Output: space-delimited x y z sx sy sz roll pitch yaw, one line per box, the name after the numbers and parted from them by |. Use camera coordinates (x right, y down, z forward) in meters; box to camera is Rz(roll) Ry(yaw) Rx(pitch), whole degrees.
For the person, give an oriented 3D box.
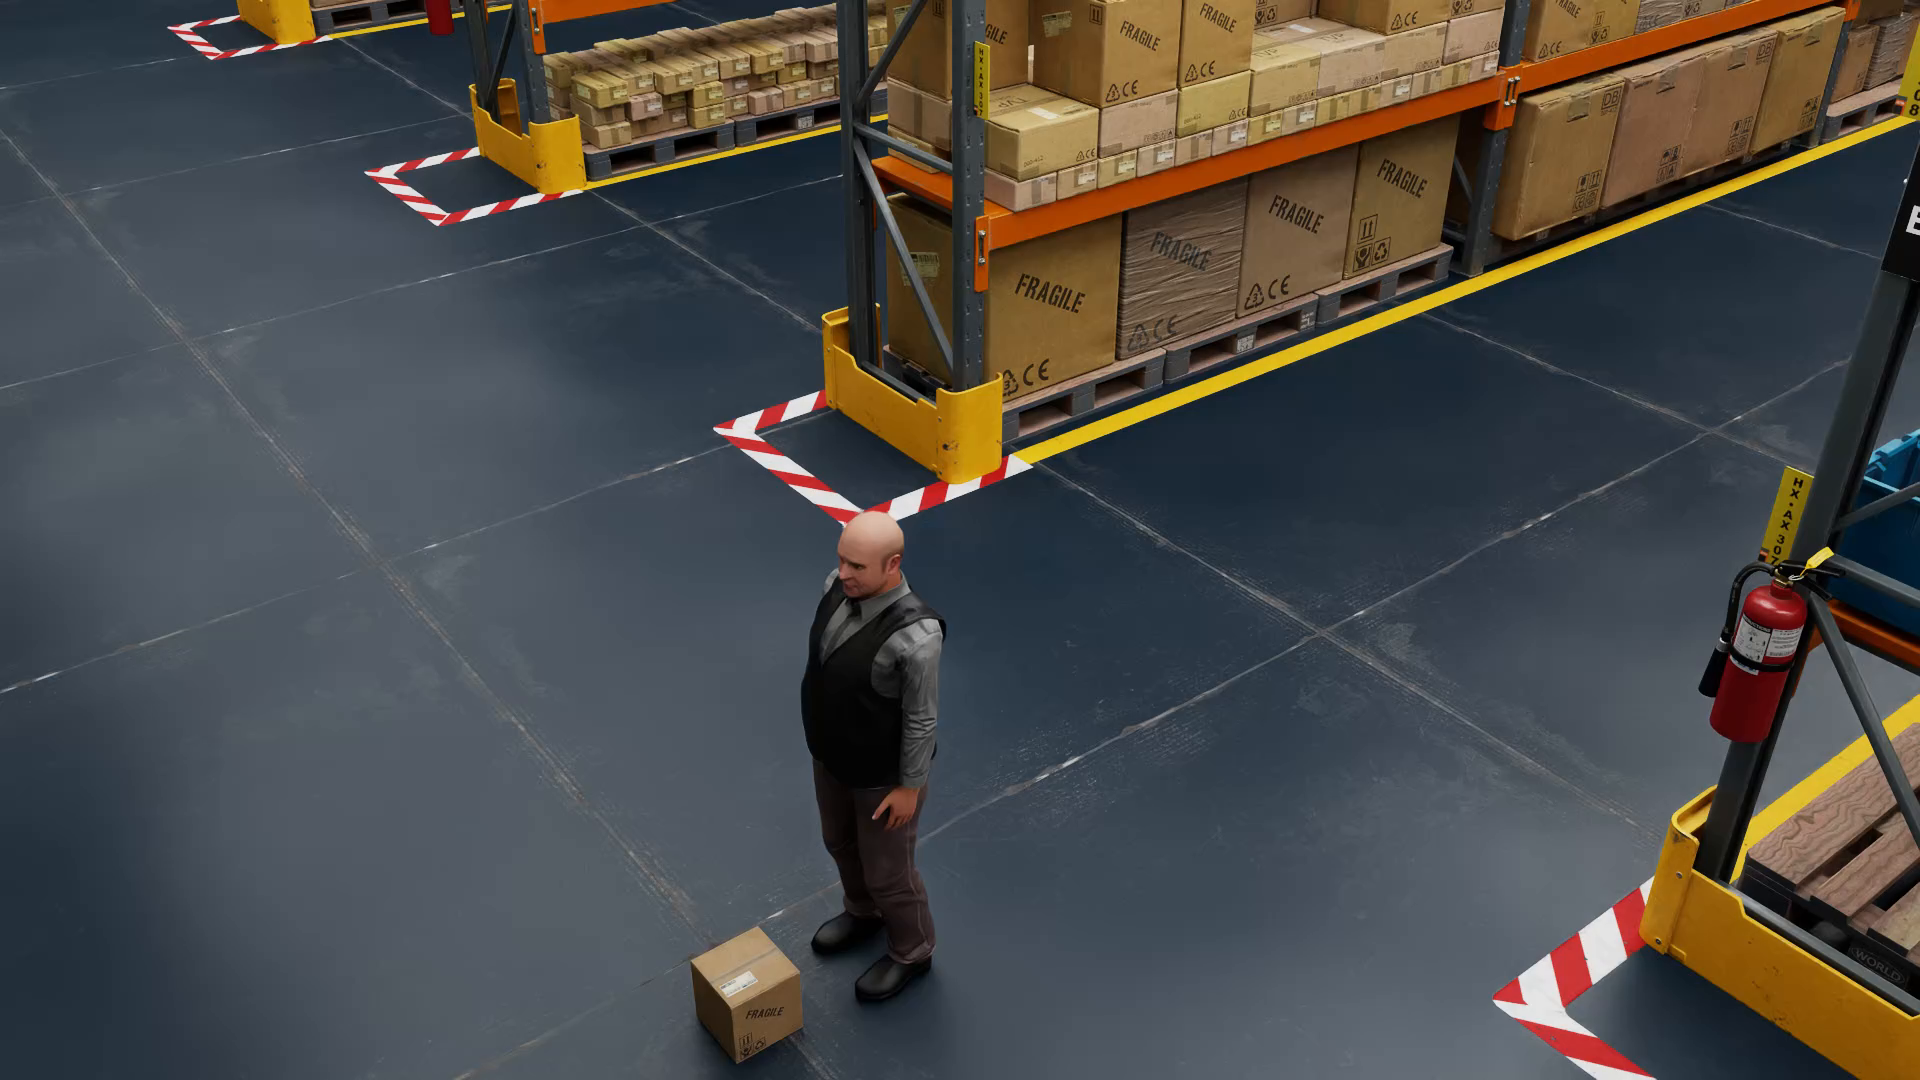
-0.269 0.667 5.097 0.360 1.716 0.533 -21 38 -30 | person
